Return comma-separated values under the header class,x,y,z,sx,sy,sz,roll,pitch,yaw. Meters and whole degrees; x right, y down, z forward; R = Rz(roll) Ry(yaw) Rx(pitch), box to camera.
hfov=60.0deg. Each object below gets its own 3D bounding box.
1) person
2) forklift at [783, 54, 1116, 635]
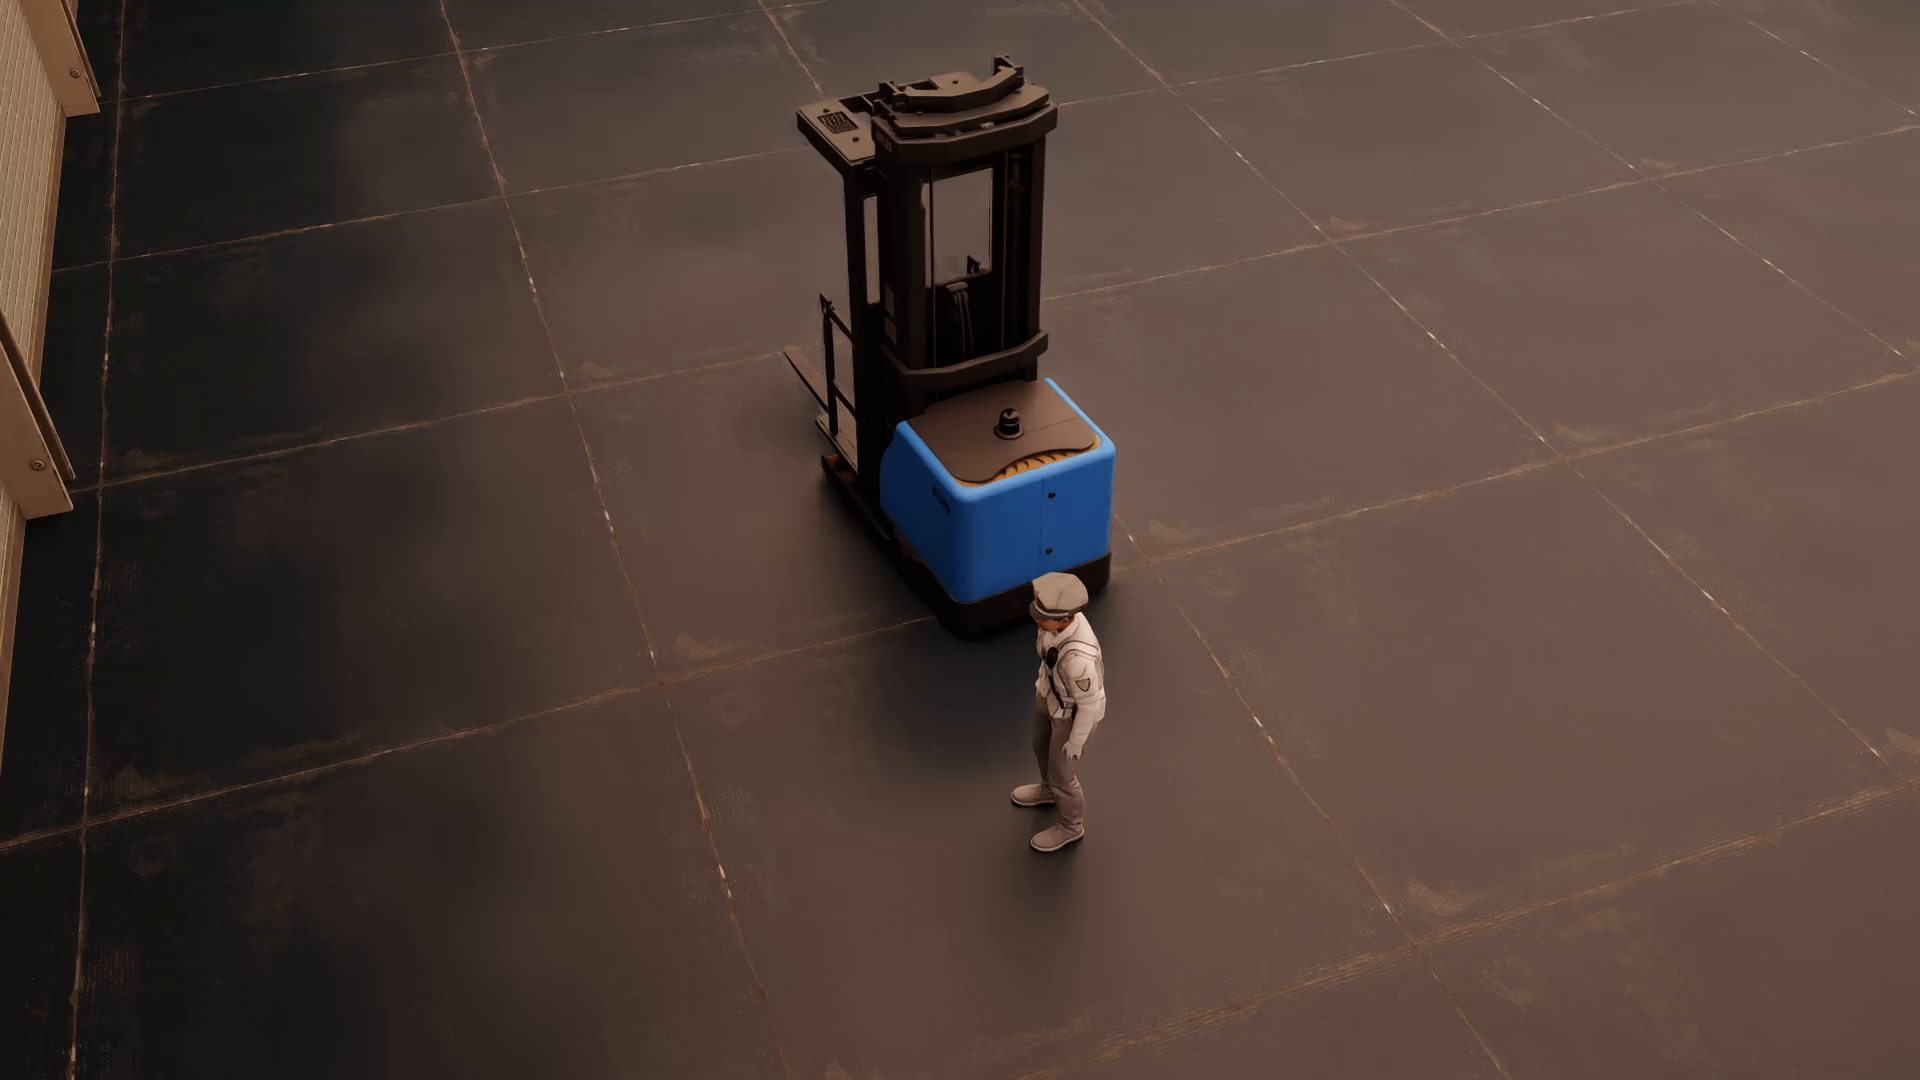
class,x,y,z,sx,sy,sz,roll,pitch,yaw
person,0.492,0.820,8.009,0.376,1.662,0.529,-10,41,-12
forklift,-0.235,-1.521,9.808,1.130,2.935,3.031,-18,43,-21
